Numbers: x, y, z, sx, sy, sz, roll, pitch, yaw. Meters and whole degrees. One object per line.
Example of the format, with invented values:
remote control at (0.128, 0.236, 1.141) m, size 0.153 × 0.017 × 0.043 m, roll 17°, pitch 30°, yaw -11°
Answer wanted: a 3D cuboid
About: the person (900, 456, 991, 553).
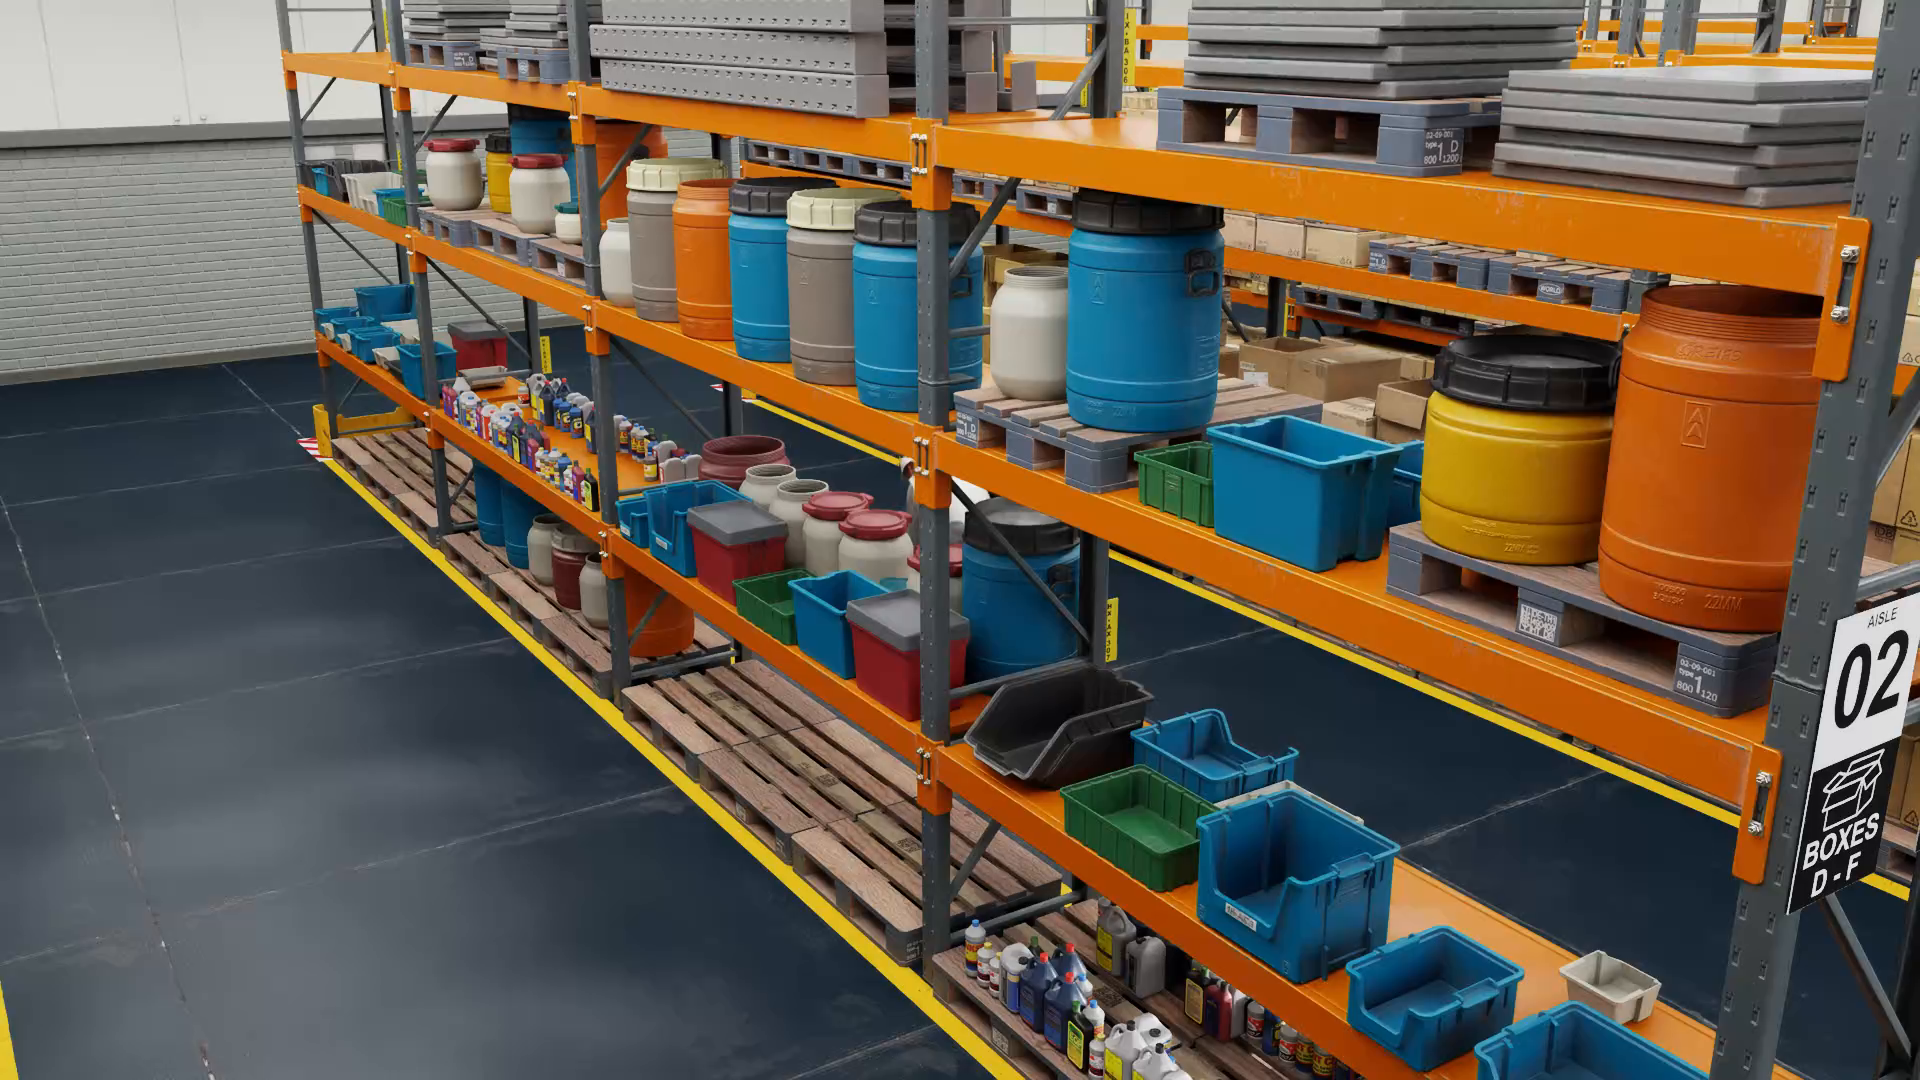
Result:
person at (-0.142, -0.055, 13.110) m, size 0.488 × 1.201 × 0.979 m, roll -12°, pitch 22°, yaw -34°
